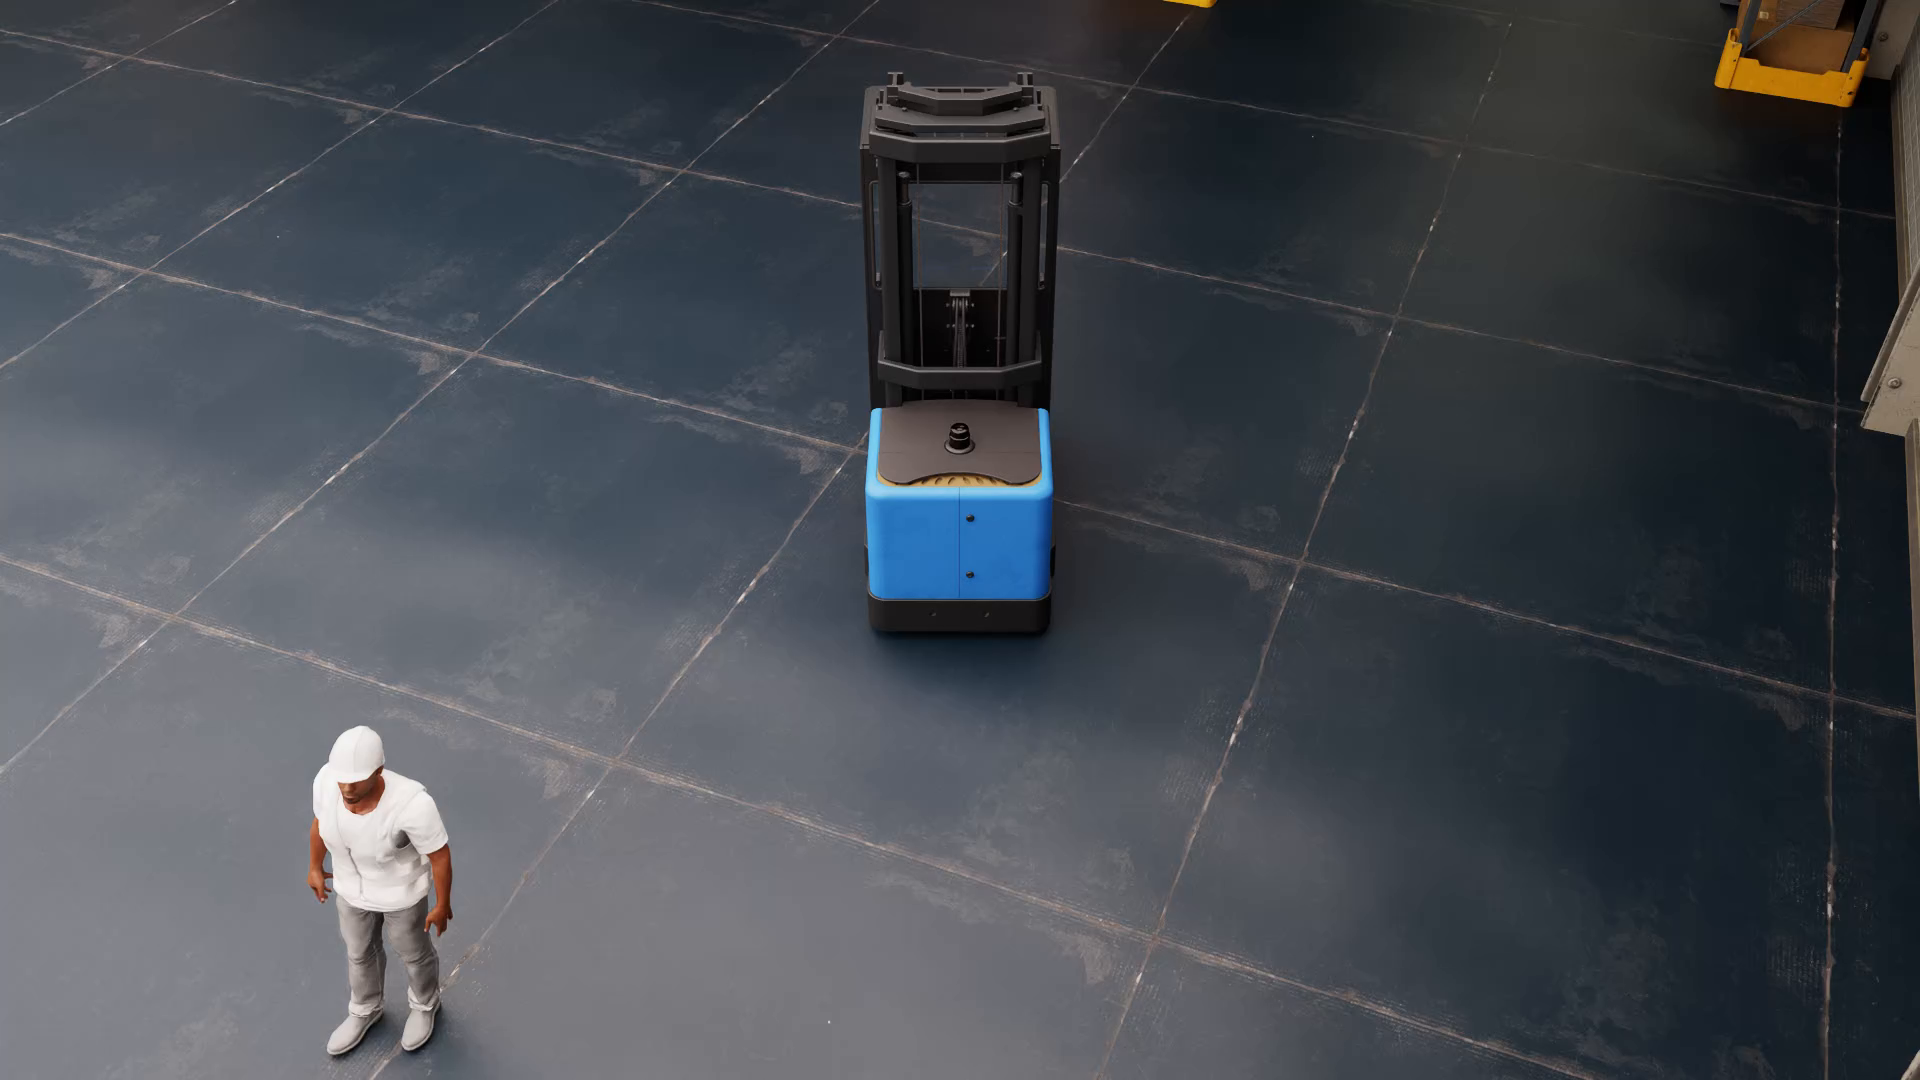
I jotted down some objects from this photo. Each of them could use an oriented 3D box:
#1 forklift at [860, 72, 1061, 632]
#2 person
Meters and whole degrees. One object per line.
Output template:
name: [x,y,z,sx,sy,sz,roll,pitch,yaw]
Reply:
forklift: [0.002,-1.515,9.816,1.130,2.935,3.031,0,40,0]
person: [-2.493,1.526,7.079,0.666,1.766,0.576,10,41,12]
